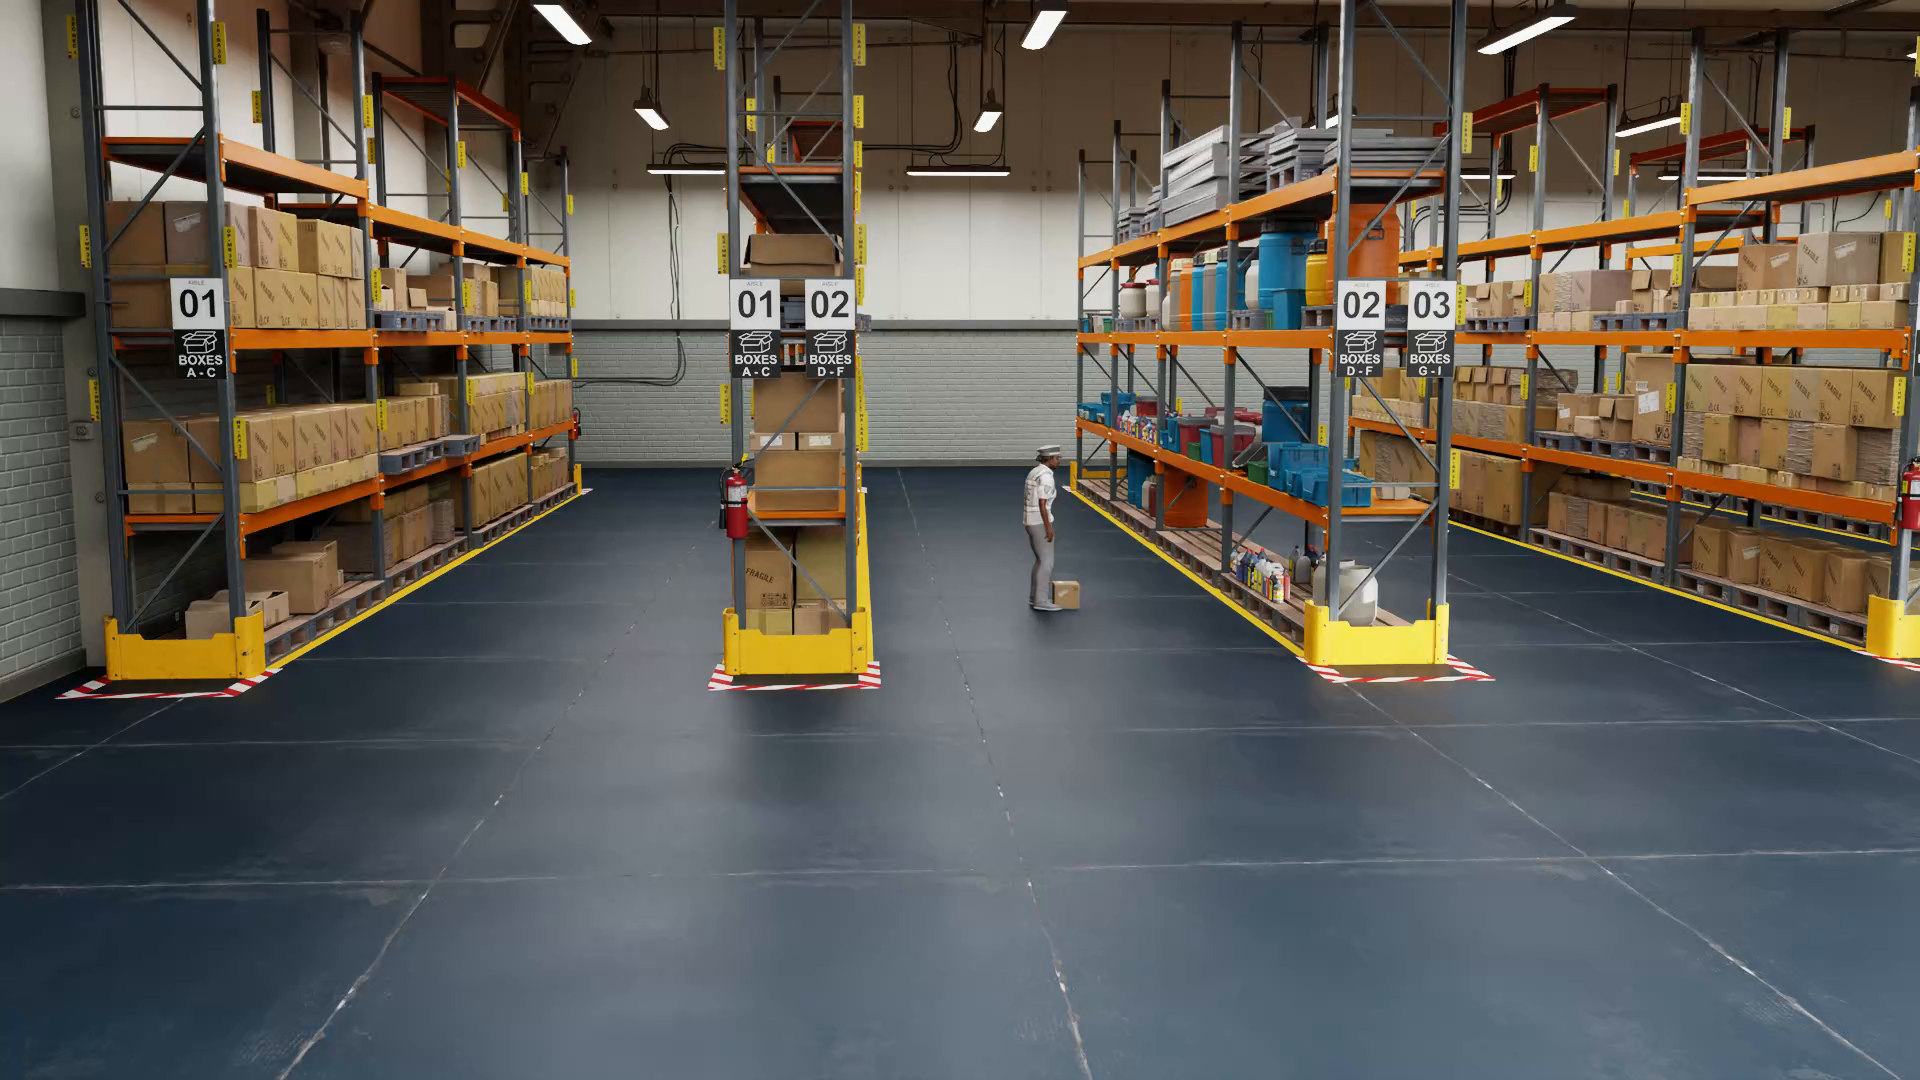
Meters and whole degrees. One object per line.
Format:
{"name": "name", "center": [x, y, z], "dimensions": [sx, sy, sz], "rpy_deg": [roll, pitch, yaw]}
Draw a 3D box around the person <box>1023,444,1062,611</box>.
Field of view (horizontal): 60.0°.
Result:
{"name": "person", "center": [0.843, -0.135, 16.855], "dimensions": [0.398, 1.660, 0.530], "rpy_deg": [-1, 7, -7]}
